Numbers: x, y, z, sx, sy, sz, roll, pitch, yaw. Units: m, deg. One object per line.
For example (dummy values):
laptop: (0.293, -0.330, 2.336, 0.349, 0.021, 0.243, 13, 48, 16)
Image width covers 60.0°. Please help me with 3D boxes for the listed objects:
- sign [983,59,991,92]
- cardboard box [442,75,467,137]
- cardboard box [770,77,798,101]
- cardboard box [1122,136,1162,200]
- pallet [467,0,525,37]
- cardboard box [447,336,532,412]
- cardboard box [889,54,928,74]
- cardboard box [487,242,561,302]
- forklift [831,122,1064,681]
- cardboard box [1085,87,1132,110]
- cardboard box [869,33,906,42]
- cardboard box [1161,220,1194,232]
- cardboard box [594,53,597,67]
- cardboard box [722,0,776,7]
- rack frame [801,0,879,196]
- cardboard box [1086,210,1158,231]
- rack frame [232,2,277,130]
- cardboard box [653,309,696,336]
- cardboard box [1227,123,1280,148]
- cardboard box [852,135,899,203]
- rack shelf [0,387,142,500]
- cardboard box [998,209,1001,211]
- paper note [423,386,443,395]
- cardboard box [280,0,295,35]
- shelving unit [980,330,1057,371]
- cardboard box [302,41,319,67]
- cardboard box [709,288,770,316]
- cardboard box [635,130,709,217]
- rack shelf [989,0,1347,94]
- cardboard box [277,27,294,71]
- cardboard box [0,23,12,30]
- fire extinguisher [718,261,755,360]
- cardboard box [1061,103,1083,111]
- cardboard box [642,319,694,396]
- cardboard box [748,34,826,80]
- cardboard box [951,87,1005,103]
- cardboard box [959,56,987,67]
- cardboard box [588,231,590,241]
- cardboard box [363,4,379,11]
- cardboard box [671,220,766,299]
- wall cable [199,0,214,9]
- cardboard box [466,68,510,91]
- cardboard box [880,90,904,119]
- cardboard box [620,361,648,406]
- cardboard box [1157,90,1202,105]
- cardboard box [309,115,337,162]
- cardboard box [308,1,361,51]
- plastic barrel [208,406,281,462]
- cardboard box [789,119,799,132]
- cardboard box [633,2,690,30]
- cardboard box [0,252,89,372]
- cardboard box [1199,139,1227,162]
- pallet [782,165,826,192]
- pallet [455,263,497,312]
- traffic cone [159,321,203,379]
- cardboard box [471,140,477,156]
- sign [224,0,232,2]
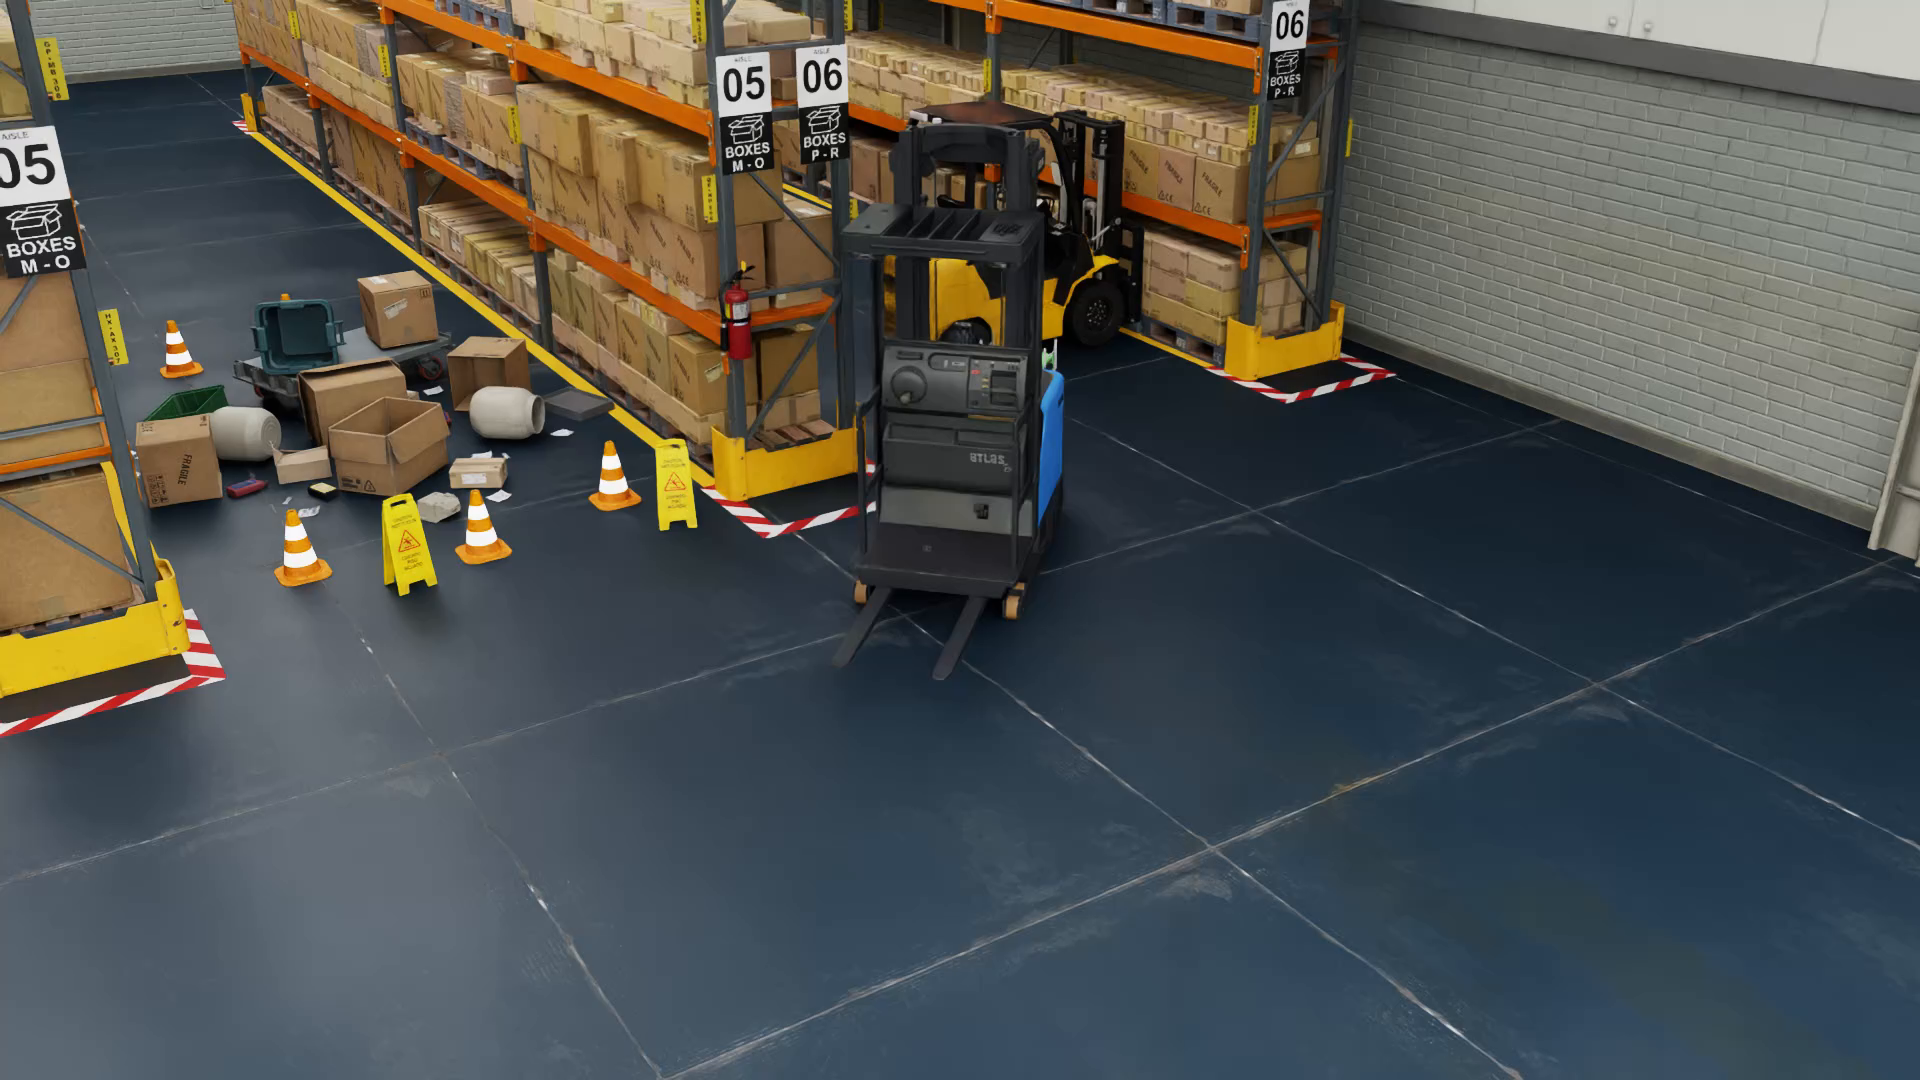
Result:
sign: (0.281, -4.746, 16.989, 0.100, 0.325, 0.005, -16, 29, -30)
cardboard box: (-4.706, -4.262, 16.269, 0.500, 0.500, 0.500, -17, 30, -31)
cardboard box: (-1.152, -3.237, 11.835, 0.380, 0.149, 0.250, -16, 29, -30)
cardboard box: (1.869, -3.489, 15.471, 0.500, 0.500, 0.500, -16, 30, -31)
pallet: (-3.675, -4.747, 14.961, 1.213, 0.211, 1.003, -16, 29, -30)
cardboard box: (-3.982, -1.401, 14.091, 0.500, 0.500, 0.500, 3, 25, 6)
cardboard box: (-0.575, -5.324, 18.600, 0.380, 0.149, 0.250, -16, 30, -31)
cardboard box: (-4.111, -2.675, 16.452, 0.950, 0.372, 0.625, -14, 28, -26)
forklift: (-0.080, -0.987, 10.369, 1.130, 2.935, 3.031, 6, 26, 12)
cardboard box: (1.425, -4.236, 15.946, 0.380, 0.149, 0.250, -16, 29, -30)
cardboard box: (-0.870, -6.021, 20.076, 0.380, 0.149, 0.250, -15, 29, -28)
cardboard box: (2.270, -2.931, 15.966, 0.500, 0.250, 0.500, -16, 30, -30)
cardboard box: (-2.620, -3.752, 12.926, 0.380, 0.149, 0.250, -15, 29, -29)
cardboard box: (-1.577, -3.875, 12.254, 0.380, 0.149, 0.250, -16, 29, -30)
rack frame: (-1.454, -5.819, 20.525, 1.000, 3.000, 0.127, -16, 29, -30)
cardboard box: (1.563, -2.991, 16.092, 0.500, 0.250, 0.500, -16, 30, -31)
rack frame: (-9.978, -7.522, 24.133, 1.000, 3.000, 0.127, -16, 29, -30)
cardboard box: (-2.156, -1.720, 12.933, 0.380, 0.149, 0.250, -15, 29, -28)
cardboard box: (2.541, -3.510, 14.408, 0.380, 0.149, 0.250, -15, 29, -29)
cardboard box: (-0.761, -4.477, 19.972, 0.875, 0.625, 0.625, -14, 29, -28)
rack shelf: (-6.427, -1.000, 11.159, 1.077, 0.370, 4.000, -16, 29, -30)
cardboard box: (0.735, -3.316, 17.366, 0.500, 0.250, 0.500, -16, 29, -30)
paper note: (-4.567, -1.300, 14.431, 0.148, 0.019, 0.142, -16, 29, -30)
cardboard box: (-8.283, -6.693, 21.089, 0.500, 0.500, 0.500, -16, 30, -30)
shelving unit: (0.423, -0.903, 12.217, 0.503, 1.200, 0.258, 11, 28, 22)
cardboard box: (-7.790, -6.027, 20.555, 0.500, 0.250, 0.500, -16, 30, -31)
cardboard box: (-1.627, -1.770, 12.242, 0.380, 0.149, 0.250, -14, 29, -28)
cardboard box: (-1.975, -2.746, 12.379, 0.700, 0.500, 0.500, -15, 29, -29)
rack shelf: (1.822, -4.704, 15.492, 1.077, 0.370, 4.000, -16, 29, -30)
cardboard box: (-8.547, -6.426, 21.694, 0.500, 0.500, 0.500, -16, 30, -31)
cardboard box: (-5.527, -2.823, 9.416, 0.380, 0.149, 0.250, -16, 30, -30)
fire extinguisher: (-1.567, -1.616, 11.713, 0.296, 0.674, 0.183, -16, 29, -30)
cardboard box: (1.206, -4.173, 16.161, 0.380, 0.149, 0.250, -16, 30, -30)
cardboard box: (-2.187, -1.497, 13.220, 0.500, 0.500, 0.500, -14, 29, -28)
cardboard box: (-1.295, -3.465, 11.851, 0.500, 0.250, 0.500, -16, 30, -30)
cardboard box: (0.248, -4.663, 17.666, 0.500, 0.250, 0.500, -16, 30, -31)
cardboard box: (0.208, -5.282, 18.510, 0.380, 0.149, 0.250, -16, 29, -30)
cardboard box: (-2.894, -2.578, 13.955, 0.380, 0.149, 0.250, -16, 29, -30)
cardboard box: (-6.791, -6.118, 19.871, 0.500, 0.500, 0.500, -15, 29, -28)
cardboard box: (-1.770, -2.109, 12.201, 0.500, 0.500, 0.500, -16, 30, -30)
wall cable: (-13.075, -10.007, 28.170, 0.585, 1.953, 0.123, -16, 29, -30)
cardboard box: (-4.425, -4.342, 15.678, 0.380, 0.149, 0.250, -17, 30, -32)
cardboard box: (-0.577, -4.986, 18.936, 0.500, 0.250, 0.500, -14, 29, -28)
cardboard box: (-2.476, -1.345, 13.778, 0.500, 0.250, 0.500, -17, 30, -31)
cardboard box: (2.089, -4.160, 15.786, 0.380, 0.149, 0.250, -15, 29, -29)
cardboard box: (-8.047, -5.372, 22.089, 0.875, 0.438, 0.875, -16, 30, -30)
cardboard box: (-7.494, -6.189, 20.021, 0.500, 0.500, 0.500, -16, 29, -30)
plastic barrel: (-5.615, -0.827, 12.969, 0.512, 0.421, 0.421, 3, 25, 6)
cardboard box: (-1.936, -5.289, 21.080, 0.380, 0.149, 0.250, -17, 30, -32)
cardboard box: (-2.161, -3.835, 12.169, 0.380, 0.149, 0.250, -16, 29, -30)
cardboard box: (-5.506, -1.308, 9.528, 0.875, 0.550, 0.550, -16, 29, -30)
cardboard box: (2.325, -3.439, 14.607, 0.380, 0.149, 0.250, -15, 29, -29)
pallet: (-1.830, -4.834, 21.705, 1.003, 0.211, 1.213, -16, 29, -30)
pallet: (-4.523, -2.684, 17.151, 1.003, 0.211, 1.213, -16, 29, -30)
traffic cone: (-6.986, -1.725, 14.824, 0.336, 0.463, 0.334, -16, 29, -30)
cardboard box: (-4.484, -3.794, 16.039, 0.380, 0.149, 0.250, -16, 29, -30)
sign: (-10.446, -7.822, 23.662, 0.100, 0.325, 0.005, -16, 29, -30)
